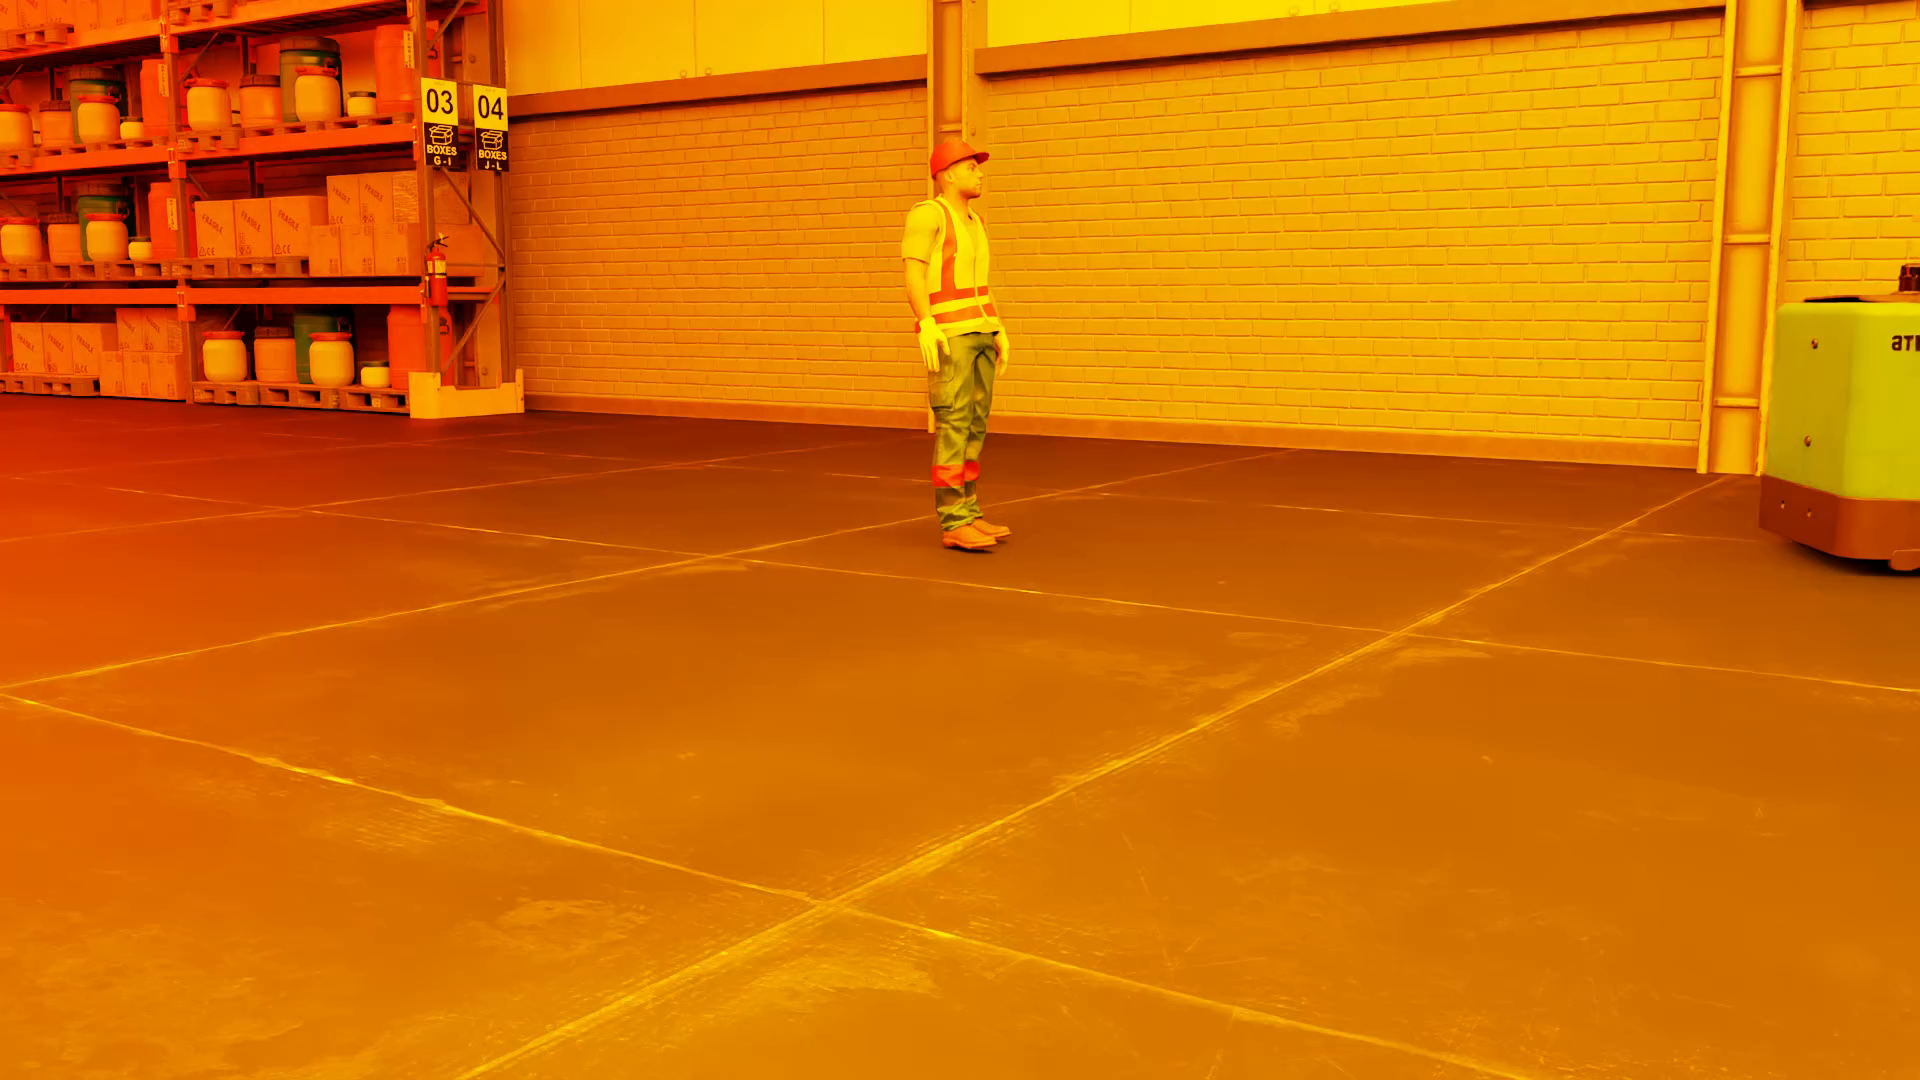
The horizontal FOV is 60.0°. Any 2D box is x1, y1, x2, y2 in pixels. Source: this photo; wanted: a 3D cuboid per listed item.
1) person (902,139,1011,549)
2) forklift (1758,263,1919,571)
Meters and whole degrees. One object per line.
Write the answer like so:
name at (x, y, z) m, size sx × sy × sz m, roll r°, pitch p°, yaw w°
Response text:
person at (0.060, -0.885, 7.422) m, size 0.562 × 1.790 × 0.637 m, roll 5°, pitch 10°, yaw 34°
forklift at (5.052, -1.352, 6.697) m, size 3.031 × 2.935 × 1.130 m, roll 1°, pitch 8°, yaw 7°
